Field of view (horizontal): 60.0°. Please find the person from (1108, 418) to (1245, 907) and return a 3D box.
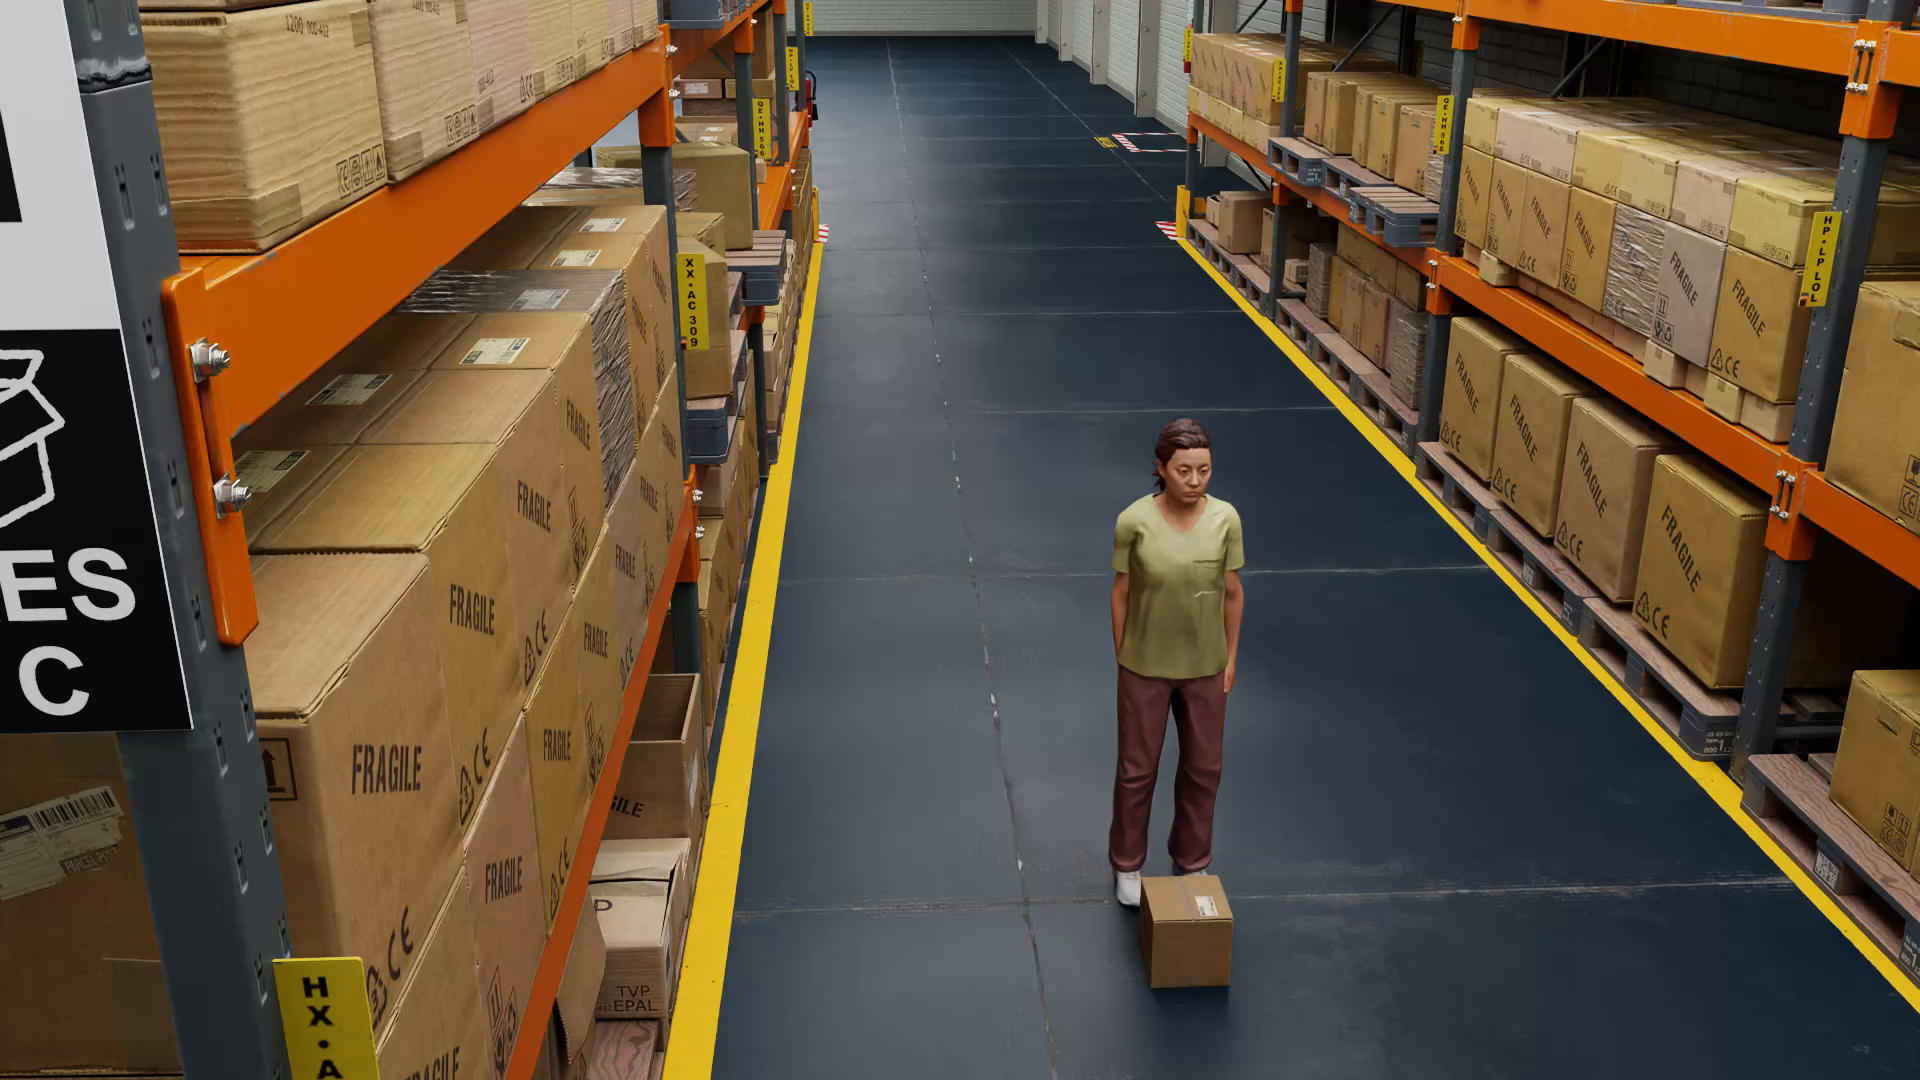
[{"bbox_3d":[0.708,0.422,5.487,0.441,1.651,0.347,-1,20,-2],"label":"person"}]
